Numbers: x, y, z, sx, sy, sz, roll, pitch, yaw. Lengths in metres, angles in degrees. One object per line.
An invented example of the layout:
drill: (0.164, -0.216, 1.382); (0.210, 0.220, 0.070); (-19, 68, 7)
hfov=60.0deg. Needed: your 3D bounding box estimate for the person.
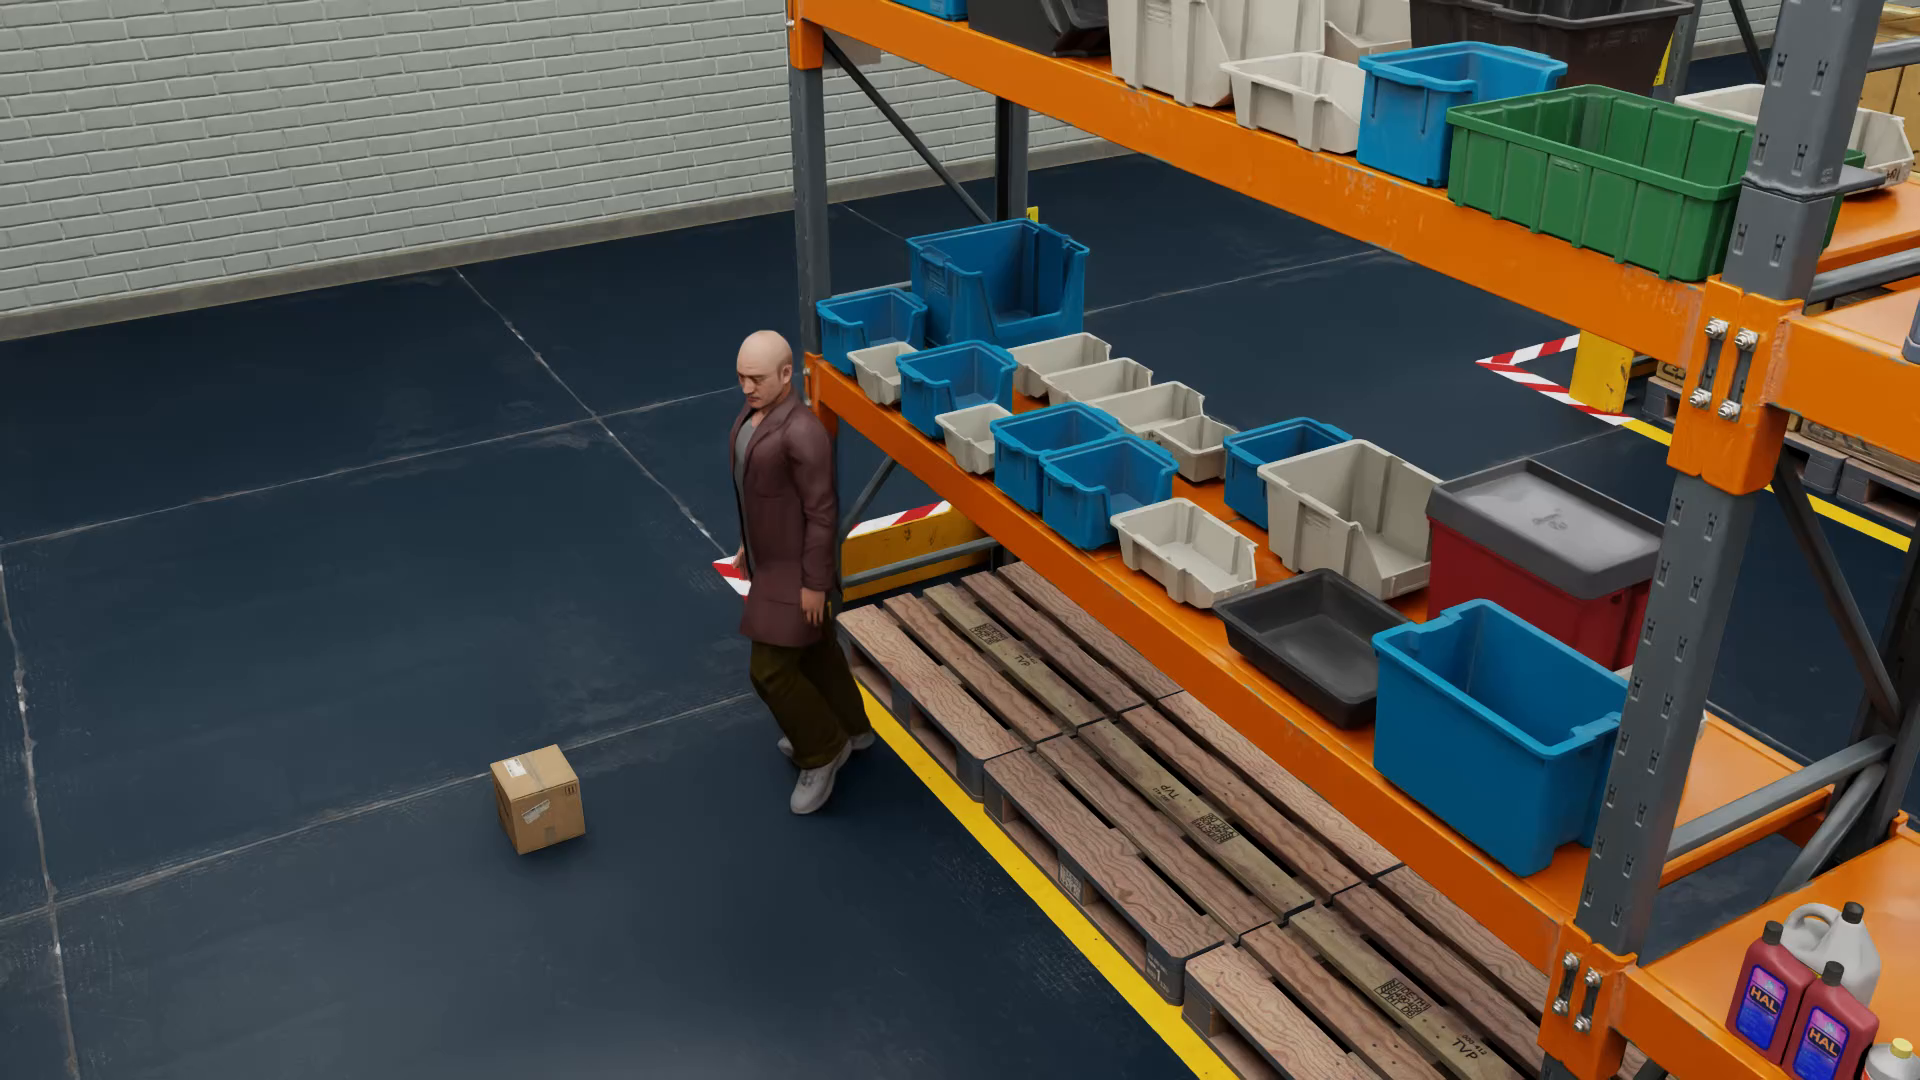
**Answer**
person: (-0.589, 0.086, 6.028); (0.546, 1.797, 0.628); (-11, 30, -20)
